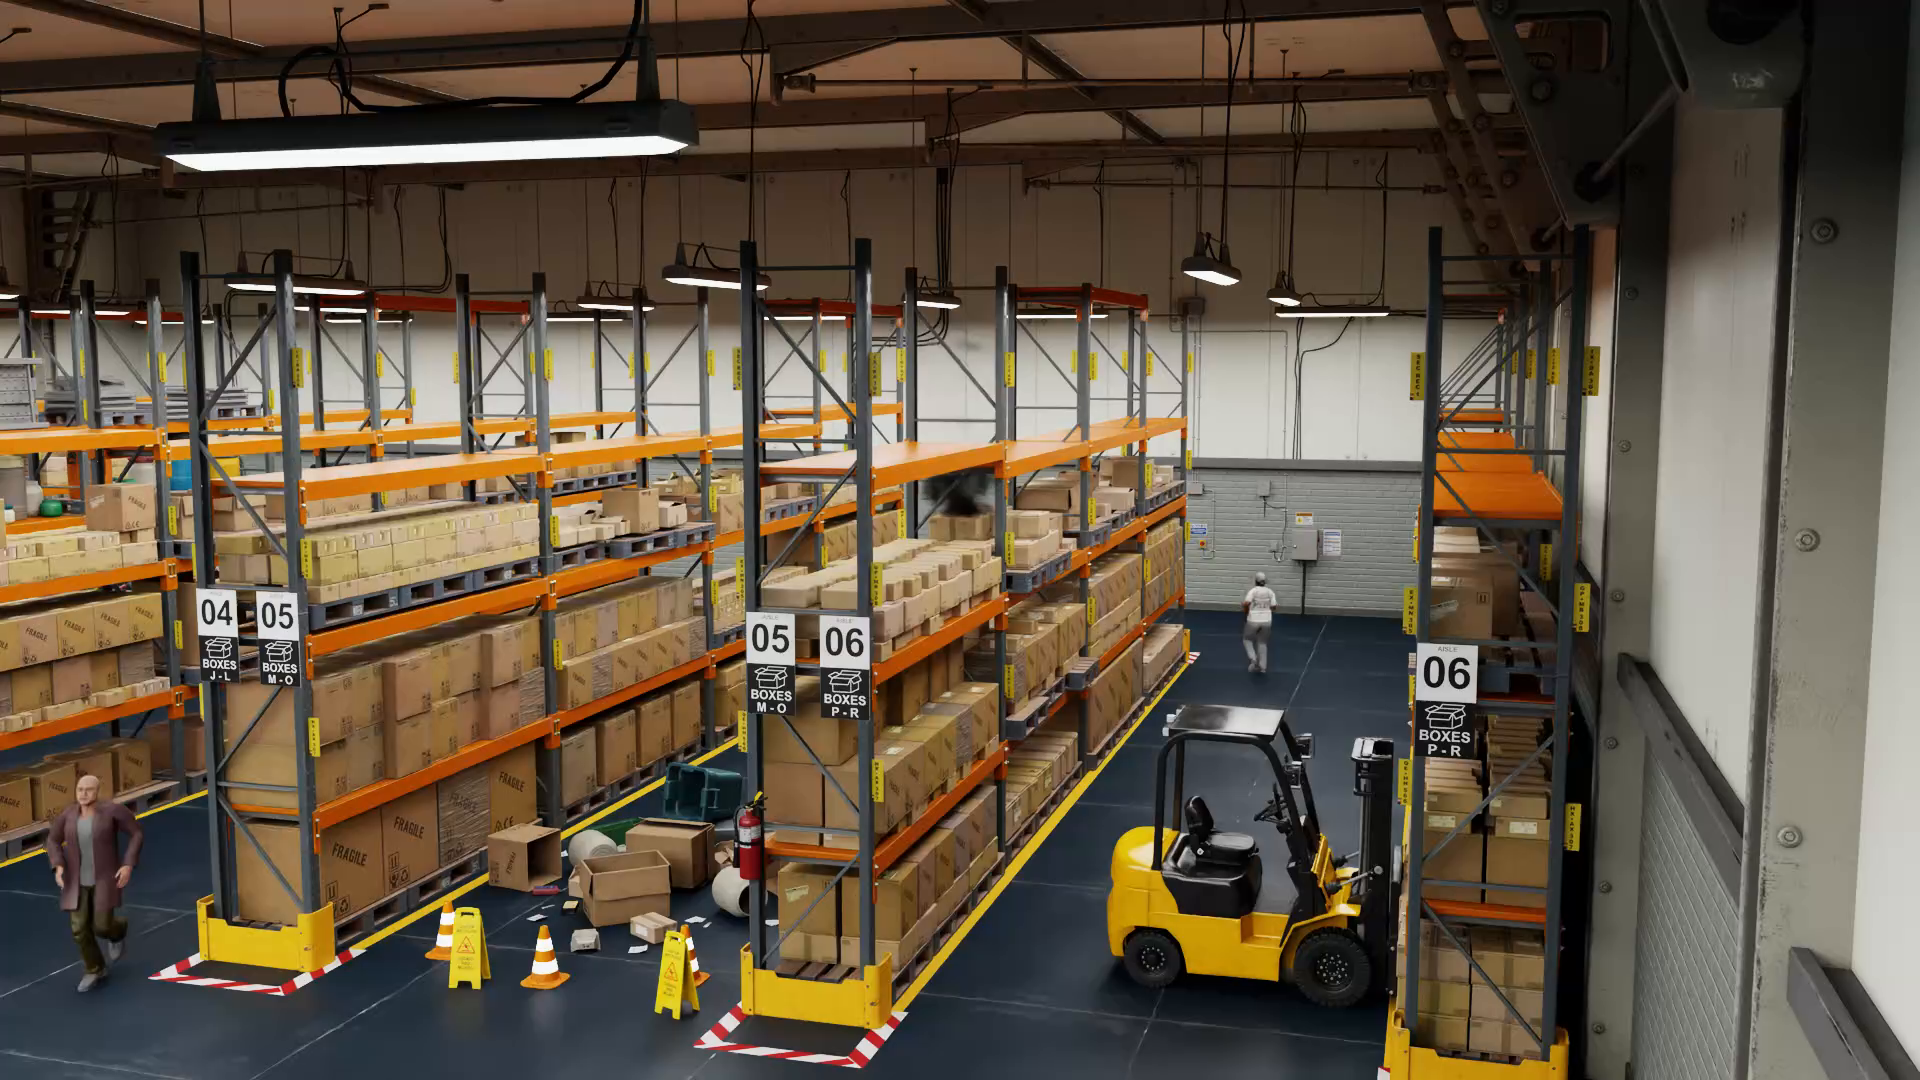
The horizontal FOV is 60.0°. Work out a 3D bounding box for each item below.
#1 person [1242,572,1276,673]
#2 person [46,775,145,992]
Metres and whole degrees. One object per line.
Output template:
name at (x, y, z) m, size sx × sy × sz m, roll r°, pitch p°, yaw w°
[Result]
person at (4.821, 1.330, 27.011) m, size 0.591 × 1.635 × 0.584 m, roll -1°, pitch 6°, yaw -6°
person at (-7.130, 2.783, 13.735) m, size 0.741 × 1.746 × 0.669 m, roll -1°, pitch 7°, yaw -11°
